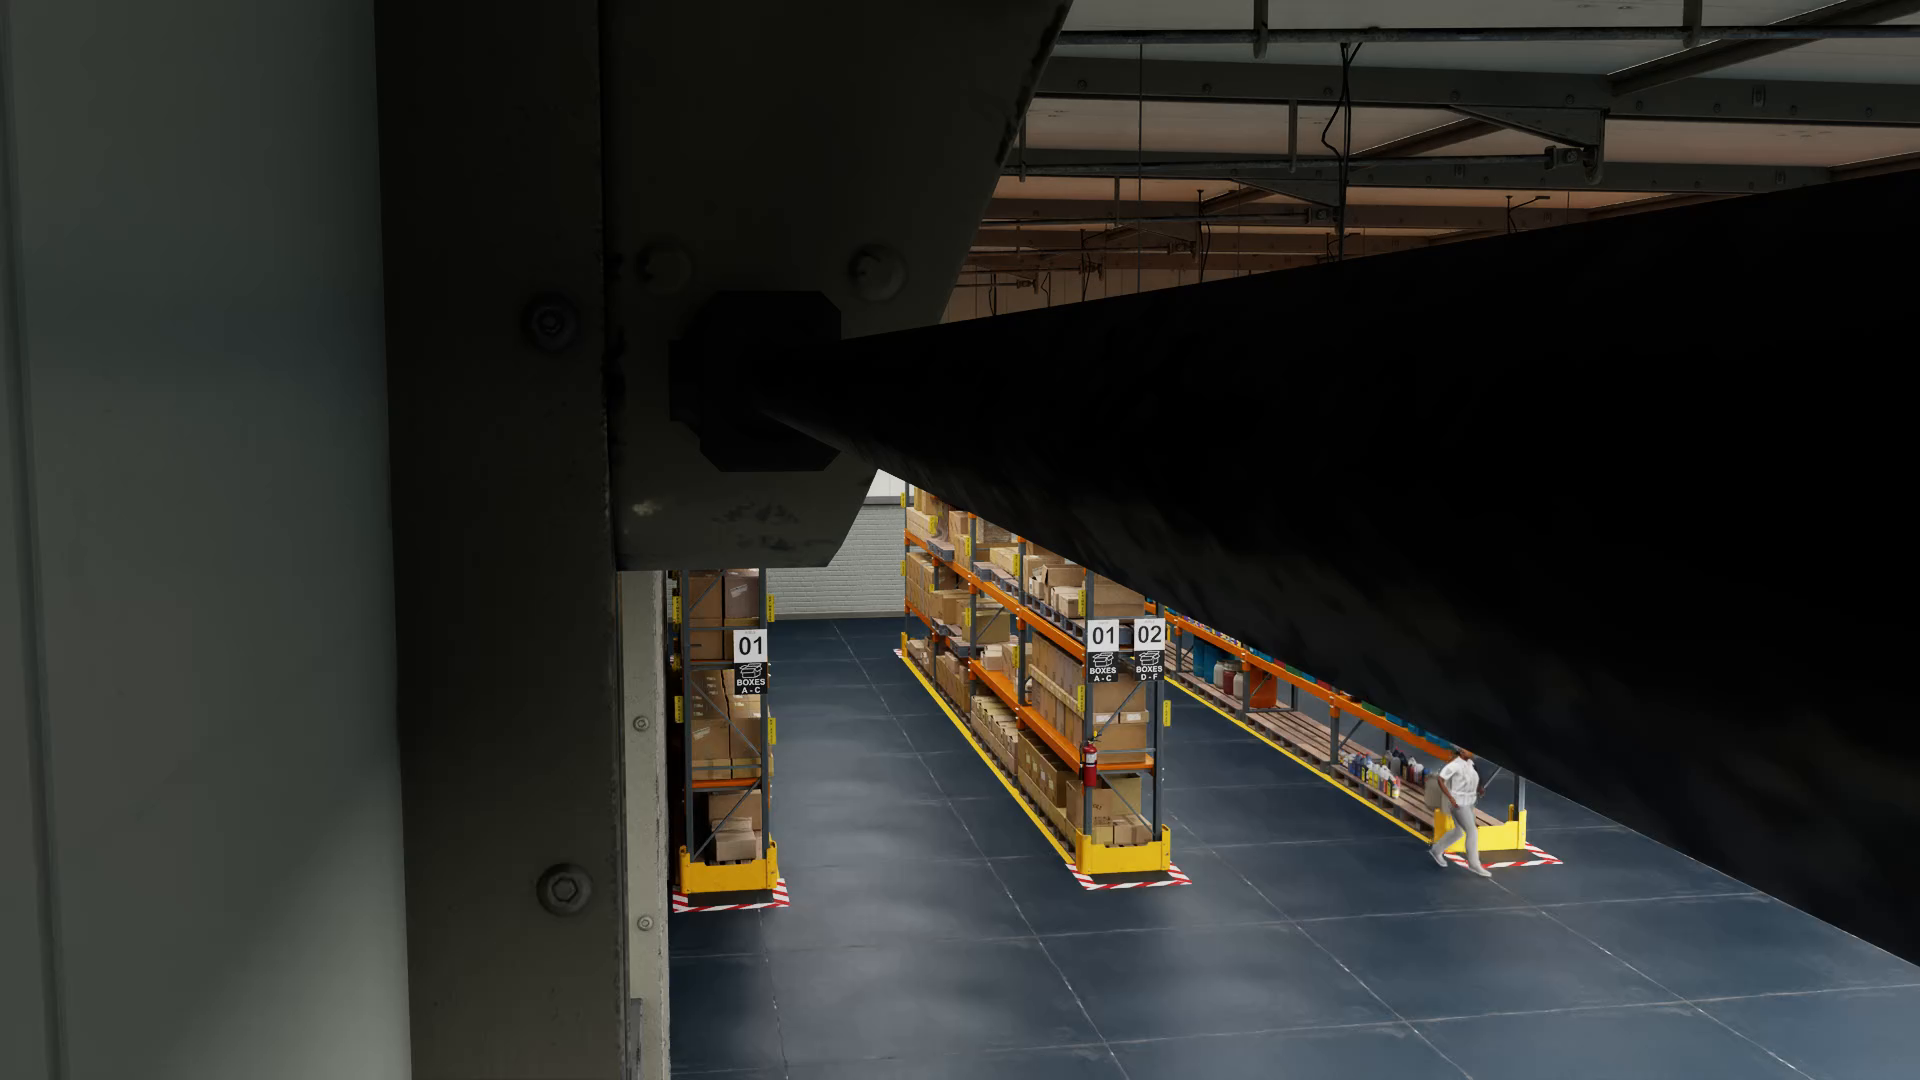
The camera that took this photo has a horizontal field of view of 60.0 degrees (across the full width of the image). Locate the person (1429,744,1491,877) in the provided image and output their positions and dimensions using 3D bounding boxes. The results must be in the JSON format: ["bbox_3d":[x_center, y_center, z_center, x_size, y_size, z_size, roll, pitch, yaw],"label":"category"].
[{"bbox_3d":[6.308,3.308,20.847,0.827,1.684,0.569,5,8,38],"label":"person"}]
